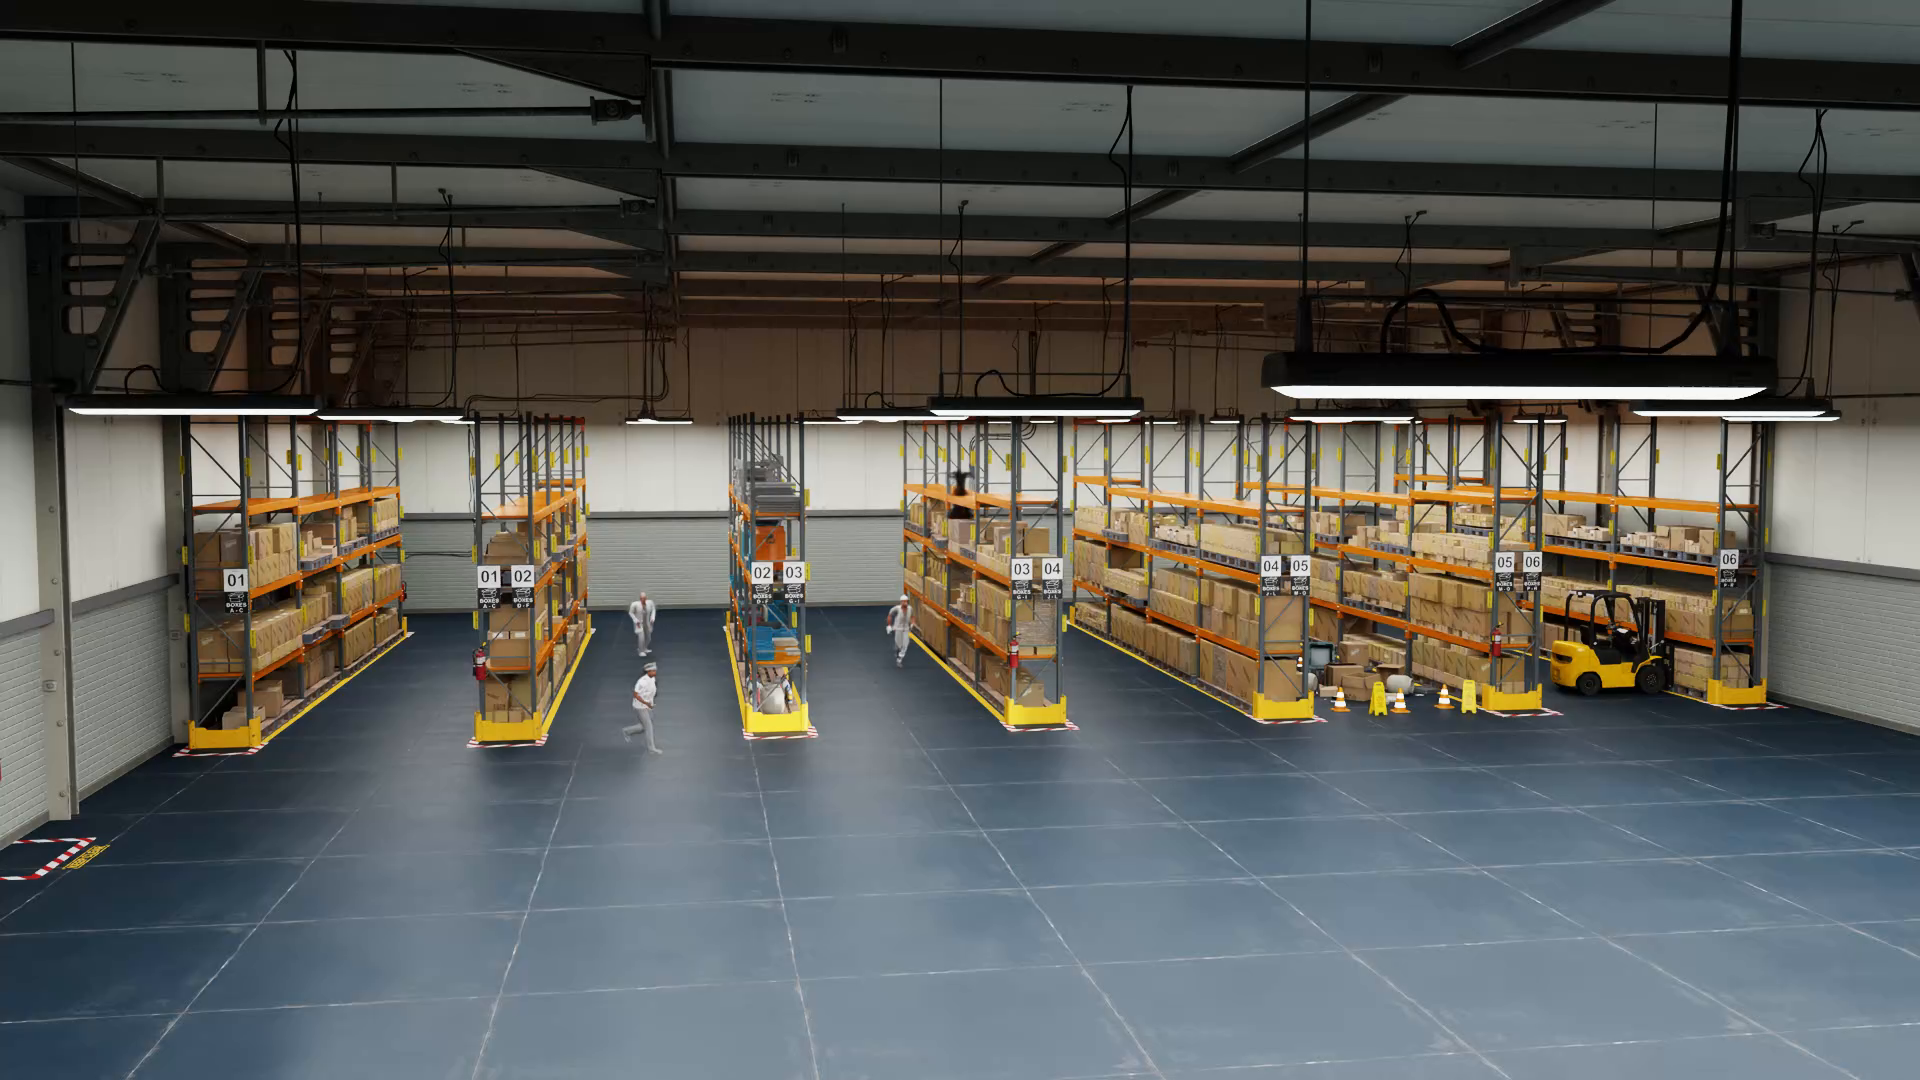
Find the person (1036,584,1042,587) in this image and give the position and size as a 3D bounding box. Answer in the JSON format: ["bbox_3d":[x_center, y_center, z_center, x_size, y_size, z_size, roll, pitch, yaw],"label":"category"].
[{"bbox_3d":[2.169,1.711,47.843,0.758,1.536,0.629,0,4,5],"label":"person"}]

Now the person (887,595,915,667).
[{"bbox_3d":[-1.414,2.162,39.837,0.664,1.715,0.690,-2,4,-26],"label":"person"}]

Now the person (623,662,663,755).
[{"bbox_3d":[-5.617,2.934,29.108,0.772,1.640,0.562,2,4,24],"label":"person"}]

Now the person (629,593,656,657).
[{"bbox_3d":[-7.931,2.090,41.467,0.731,1.627,0.904,-3,5,-35],"label":"person"}]
